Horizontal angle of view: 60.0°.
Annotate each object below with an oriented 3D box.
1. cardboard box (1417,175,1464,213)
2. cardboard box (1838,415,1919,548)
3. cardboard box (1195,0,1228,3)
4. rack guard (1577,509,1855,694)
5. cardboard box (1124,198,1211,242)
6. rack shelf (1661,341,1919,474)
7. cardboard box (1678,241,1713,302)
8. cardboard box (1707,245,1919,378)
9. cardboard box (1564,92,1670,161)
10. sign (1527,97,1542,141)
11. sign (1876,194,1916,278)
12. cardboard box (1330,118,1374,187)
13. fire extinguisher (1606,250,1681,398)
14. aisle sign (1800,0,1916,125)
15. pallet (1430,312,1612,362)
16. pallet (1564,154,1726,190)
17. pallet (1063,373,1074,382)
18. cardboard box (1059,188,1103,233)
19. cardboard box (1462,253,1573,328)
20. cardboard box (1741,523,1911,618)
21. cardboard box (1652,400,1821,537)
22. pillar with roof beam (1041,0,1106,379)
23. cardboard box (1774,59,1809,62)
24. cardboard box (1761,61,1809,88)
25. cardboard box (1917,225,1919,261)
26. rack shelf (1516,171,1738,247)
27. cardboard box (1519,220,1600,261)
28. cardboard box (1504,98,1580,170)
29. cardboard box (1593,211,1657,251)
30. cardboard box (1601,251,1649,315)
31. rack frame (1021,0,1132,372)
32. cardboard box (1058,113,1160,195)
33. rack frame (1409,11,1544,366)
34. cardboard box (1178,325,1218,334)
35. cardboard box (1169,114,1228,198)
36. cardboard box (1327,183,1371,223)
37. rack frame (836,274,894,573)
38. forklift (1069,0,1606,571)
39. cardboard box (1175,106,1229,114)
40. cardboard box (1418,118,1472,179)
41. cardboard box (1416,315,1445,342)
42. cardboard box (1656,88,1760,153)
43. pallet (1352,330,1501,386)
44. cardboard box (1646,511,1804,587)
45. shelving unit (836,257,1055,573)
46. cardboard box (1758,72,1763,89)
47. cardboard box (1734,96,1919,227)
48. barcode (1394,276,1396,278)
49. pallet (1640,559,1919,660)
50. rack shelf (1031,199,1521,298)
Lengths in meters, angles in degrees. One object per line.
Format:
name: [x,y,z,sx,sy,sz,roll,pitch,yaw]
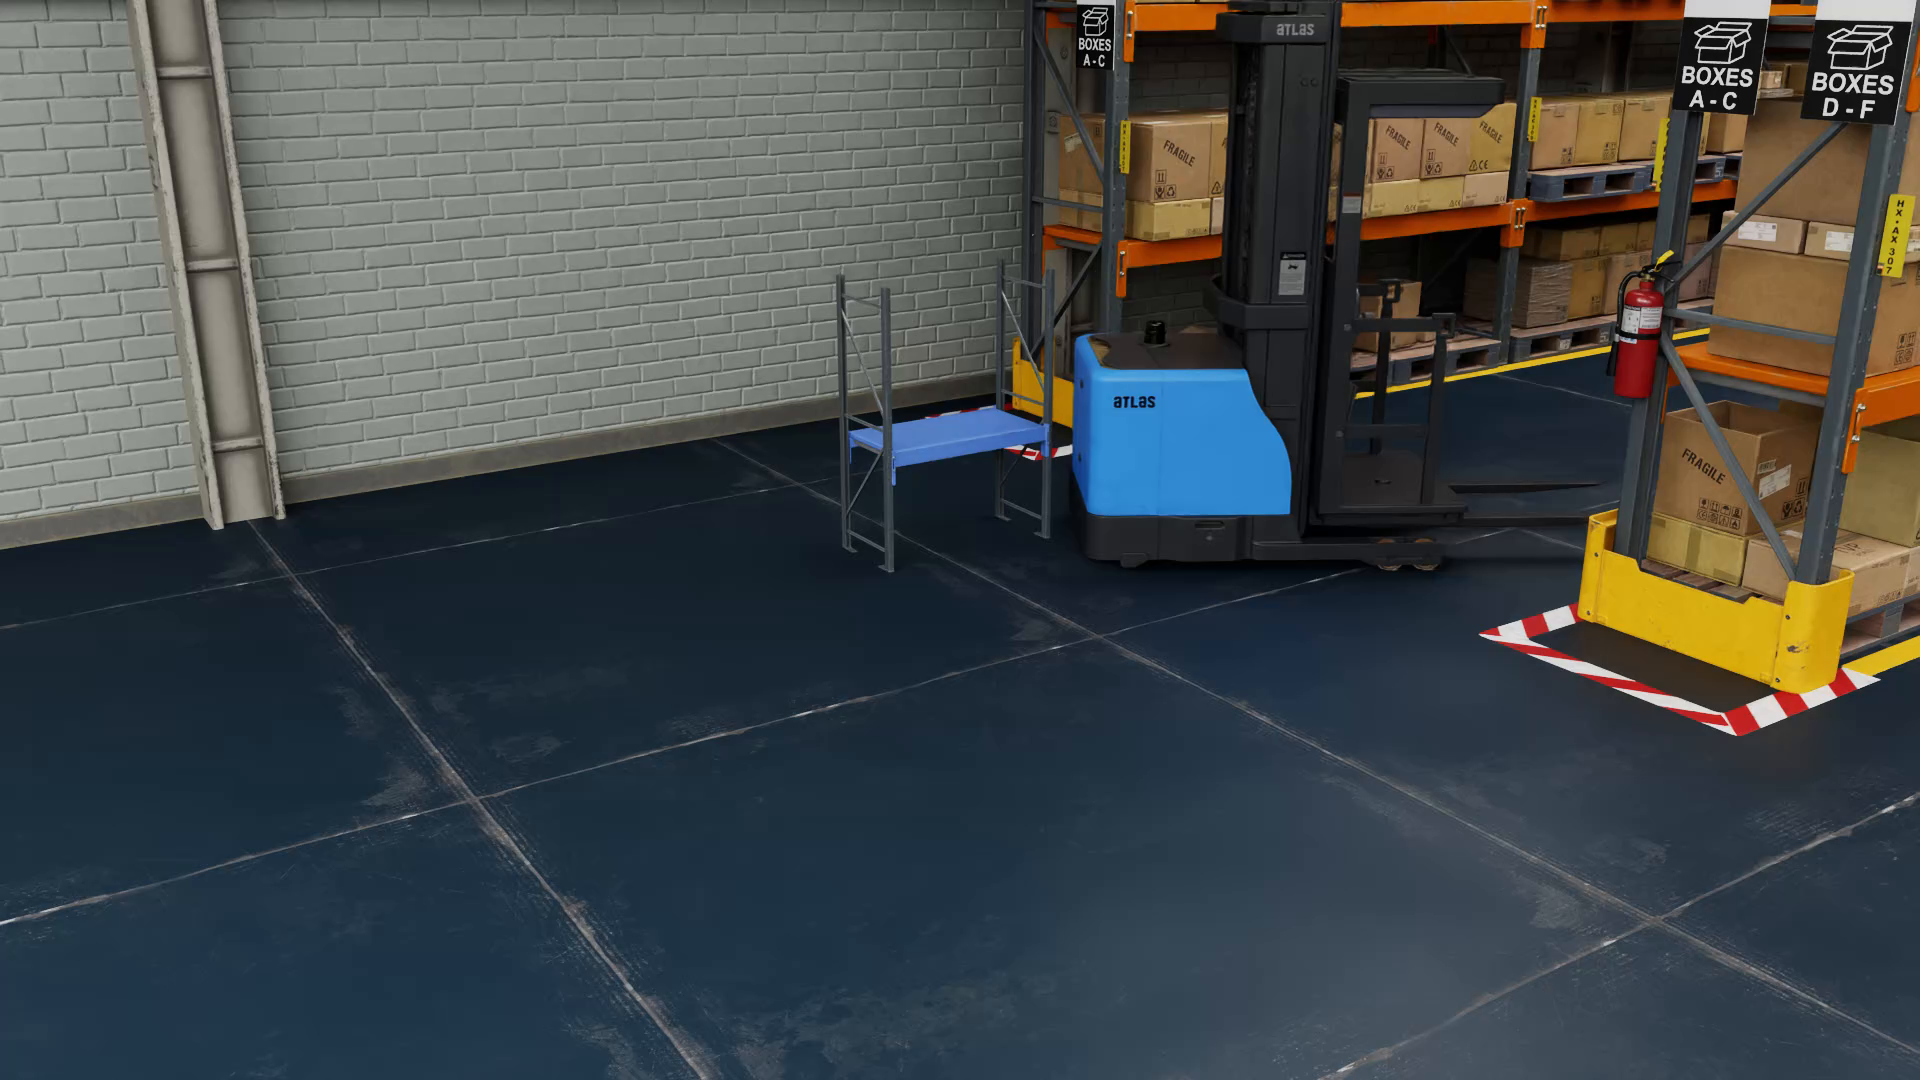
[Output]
cardboard box: [3.448,-2.649,12.601,0.500,0.250,0.500,-12,22,-31]
cardboard box: [4.471,-0.307,7.937,0.500,0.500,0.500,-12,22,-31]
cardboard box: [1.642,-3.811,10.964,0.500,0.500,0.500,-10,21,-28]
rack guard: [3.464,0.256,7.706,0.348,0.500,1.175,-12,22,-31]
cardboard box: [1.339,-2.196,11.260,0.500,0.250,0.500,-13,22,-33]
rack shelf: [5.155,-0.944,8.476,4.000,0.370,1.077,-12,22,-31]
cardboard box: [6.371,-2.489,15.141,0.500,0.500,0.700,-12,22,-31]
cardboard box: [3.881,-1.058,7.535,0.500,0.500,0.700,-12,22,-31]
cardboard box: [5.545,-3.518,14.125,0.500,0.500,0.700,-9,21,-24]
sign: [4.402,-3.227,12.756,0.005,0.325,0.100,-12,22,-31]
sign: [3.785,-1.230,6.725,0.005,0.325,0.100,-12,22,-31]
cardboard box: [2.599,-2.822,11.940,0.500,0.500,0.500,-11,22,-30]
fire extinguisher: [3.130,-0.999,7.637,0.183,0.674,0.296,-12,22,-31]
aisle sign: [3.598,-2.070,6.625,0.004,0.787,0.394,-12,22,-31]
pallet: [4.747,-1.778,14.173,1.213,0.211,1.003,-12,22,-31]
pallet: [5.807,-3.215,14.371,1.213,0.211,1.003,-12,22,-31]
pallet: [1.518,-1.083,12.117,1.213,0.211,1.003,-12,22,-31]
cardboard box: [1.041,-2.329,11.653,0.500,0.250,0.500,-12,22,-31]
cardboard box: [4.703,-2.119,14.046,0.500,0.500,0.700,-11,22,-30]
cardboard box: [4.055,0.137,7.795,0.500,0.250,0.500,-12,22,-31]
cardboard box: [3.769,-0.358,8.086,0.500,0.500,0.500,-12,22,-31]
pillar with roof beam: [3.233,-4.302,7.918,0.400,9.000,9.100,-12,22,-31]
cardboard box: [8.109,-4.458,15.925,0.500,0.250,0.500,-13,22,-33]
cardboard box: [7.674,-4.368,15.658,0.500,0.250,0.500,-11,22,-30]
cardboard box: [4.149,-1.346,7.372,0.250,0.149,0.380,-13,22,-33]
rack shelf: [5.768,-2.973,14.477,4.000,0.370,1.077,-12,22,-31]
cardboard box: [5.069,-2.553,14.158,0.500,0.250,0.500,-12,22,-33]
cardboard box: [4.541,-3.297,13.471,0.500,0.500,0.700,-12,22,-31]
cardboard box: [5.928,-2.729,14.678,0.500,0.250,0.500,-12,22,-32]
cardboard box: [5.555,-2.303,14.589,0.500,0.500,0.700,-12,22,-31]
rack frame: [0.757,-2.256,11.236,0.127,3.000,1.000,-12,22,-31]
cardboard box: [1.034,-2.690,11.550,0.500,0.500,0.500,-12,22,-32]
rack frame: [4.097,-2.961,13.320,0.127,3.000,1.000,-12,22,-31]
cardboard box: [1.860,-1.389,12.182,0.500,0.311,0.500,-10,21,-27]
cardboard box: [1.739,-2.638,11.397,0.500,0.500,0.500,-12,22,-31]
cardboard box: [2.617,-2.468,12.064,0.500,0.250,0.500,-12,22,-31]
rack frame: [-0.496,-0.606,8.695,0.032,1.500,0.500,-12,22,-31]
forklift: [2.156,-1.395,8.795,3.031,2.935,1.130,-1,19,-2]
cardboard box: [1.889,-2.868,12.077,0.500,0.500,0.500,-13,22,-33]
cardboard box: [3.459,-2.999,12.465,0.500,0.500,0.500,-12,22,-32]
cardboard box: [3.667,-1.725,13.401,0.250,0.166,0.380,-16,24,-38]
cardboard box: [6.599,-3.730,14.752,0.500,0.500,0.700,-14,23,-36]
pallet: [3.556,-1.512,13.388,1.213,0.211,1.003,-12,22,-31]
cardboard box: [3.770,-0.002,8.205,0.500,0.250,0.500,-12,22,-31]
shelving unit: [-0.071,-0.695,8.960,1.048,1.500,0.538,-12,22,-31]
cardboard box: [6.906,-4.099,14.831,0.250,0.149,0.380,-17,25,-40]
cardboard box: [3.925,-1.682,7.355,0.500,0.500,0.700,-12,22,-31]
barcode: [3.514,-2.106,13.507,0.075,0.075,0.001,-12,22,-31]
pallet: [4.100,0.243,8.196,1.213,0.211,1.003,-12,22,-31]
rack shelf: [2.427,-2.268,12.393,4.000,0.370,1.077,-12,22,-31]
